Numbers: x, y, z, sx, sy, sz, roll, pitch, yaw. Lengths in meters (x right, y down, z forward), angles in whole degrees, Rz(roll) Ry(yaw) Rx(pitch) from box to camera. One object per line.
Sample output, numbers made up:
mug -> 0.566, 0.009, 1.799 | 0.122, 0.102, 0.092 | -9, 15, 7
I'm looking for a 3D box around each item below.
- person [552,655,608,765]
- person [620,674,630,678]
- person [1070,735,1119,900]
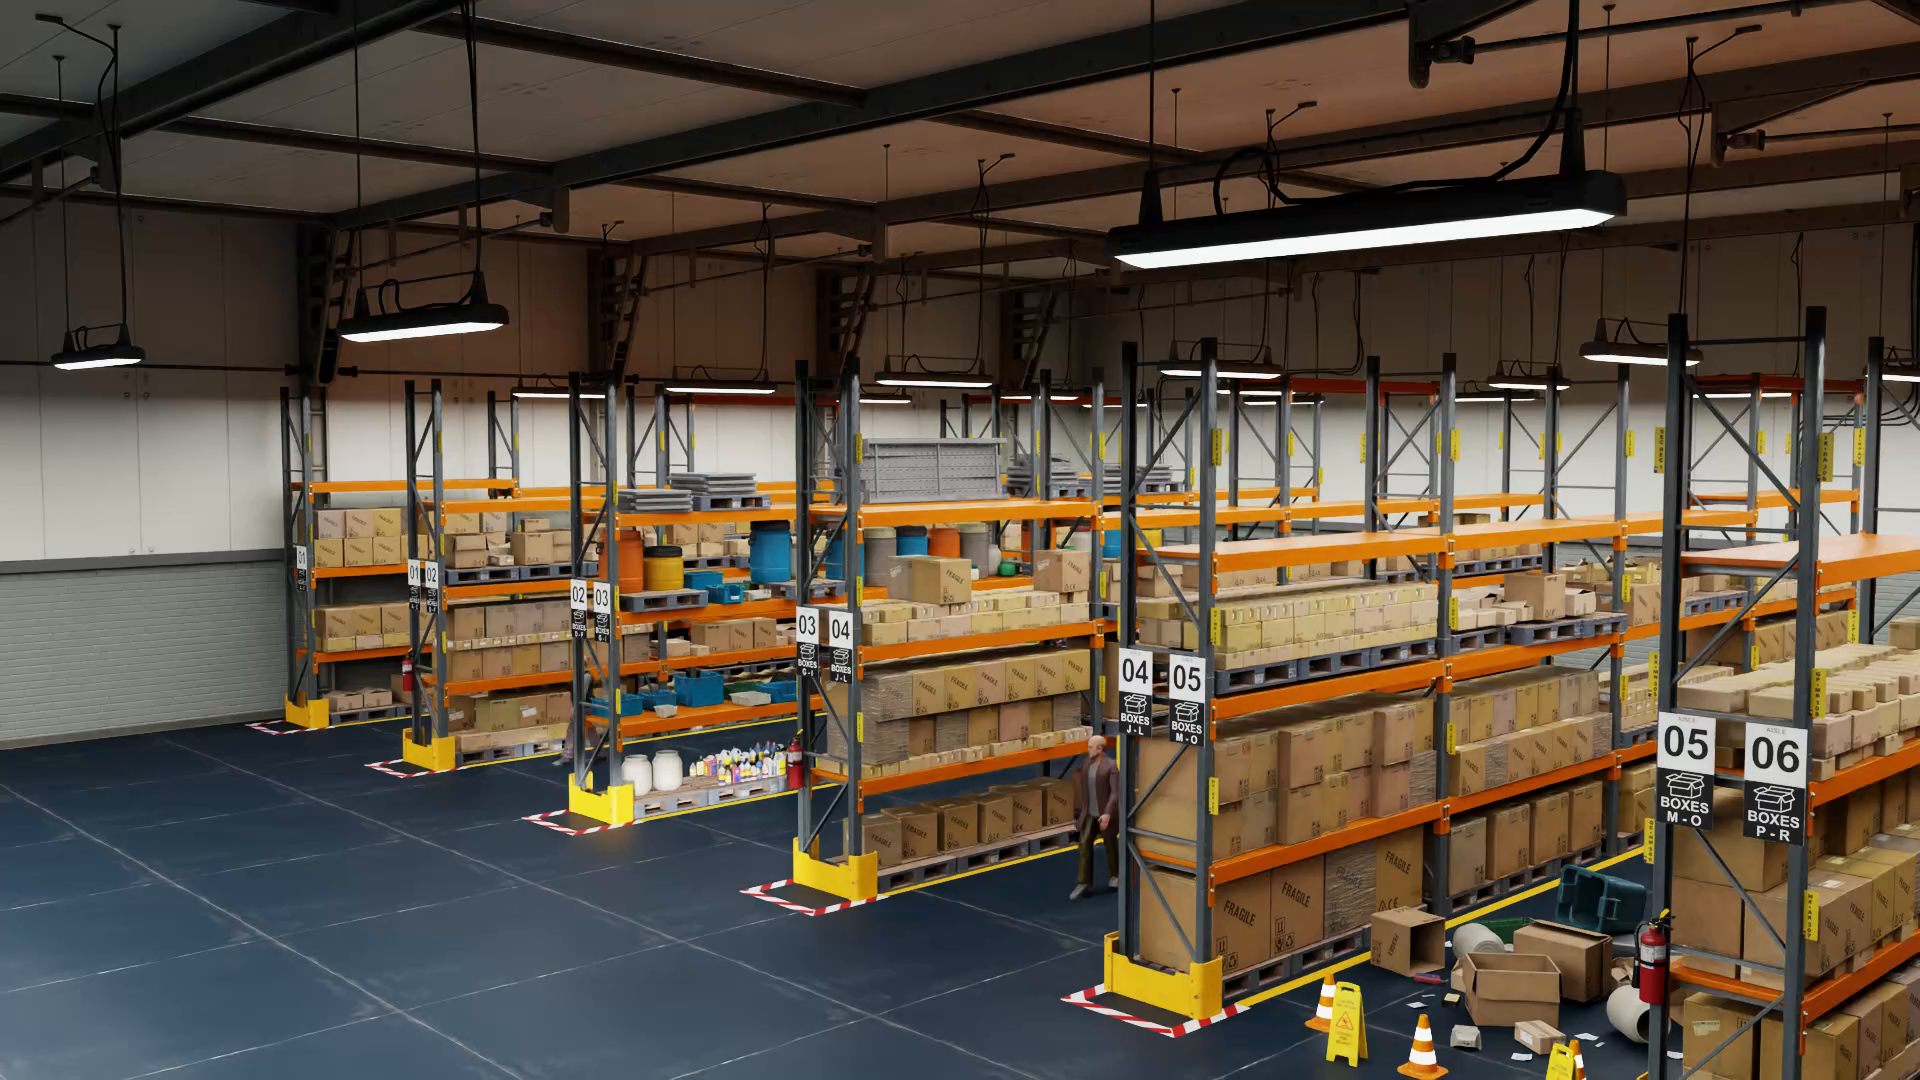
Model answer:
person -> -5.956, 2.644, 25.975 | 0.855, 1.701, 0.572 | -2, 4, -24
person -> -6.144, 2.433, 30.250 | 0.538, 1.629, 0.551 | 2, 4, 28
person -> 1.546, 3.086, 18.699 | 0.606, 1.783, 0.904 | 3, 5, 36
